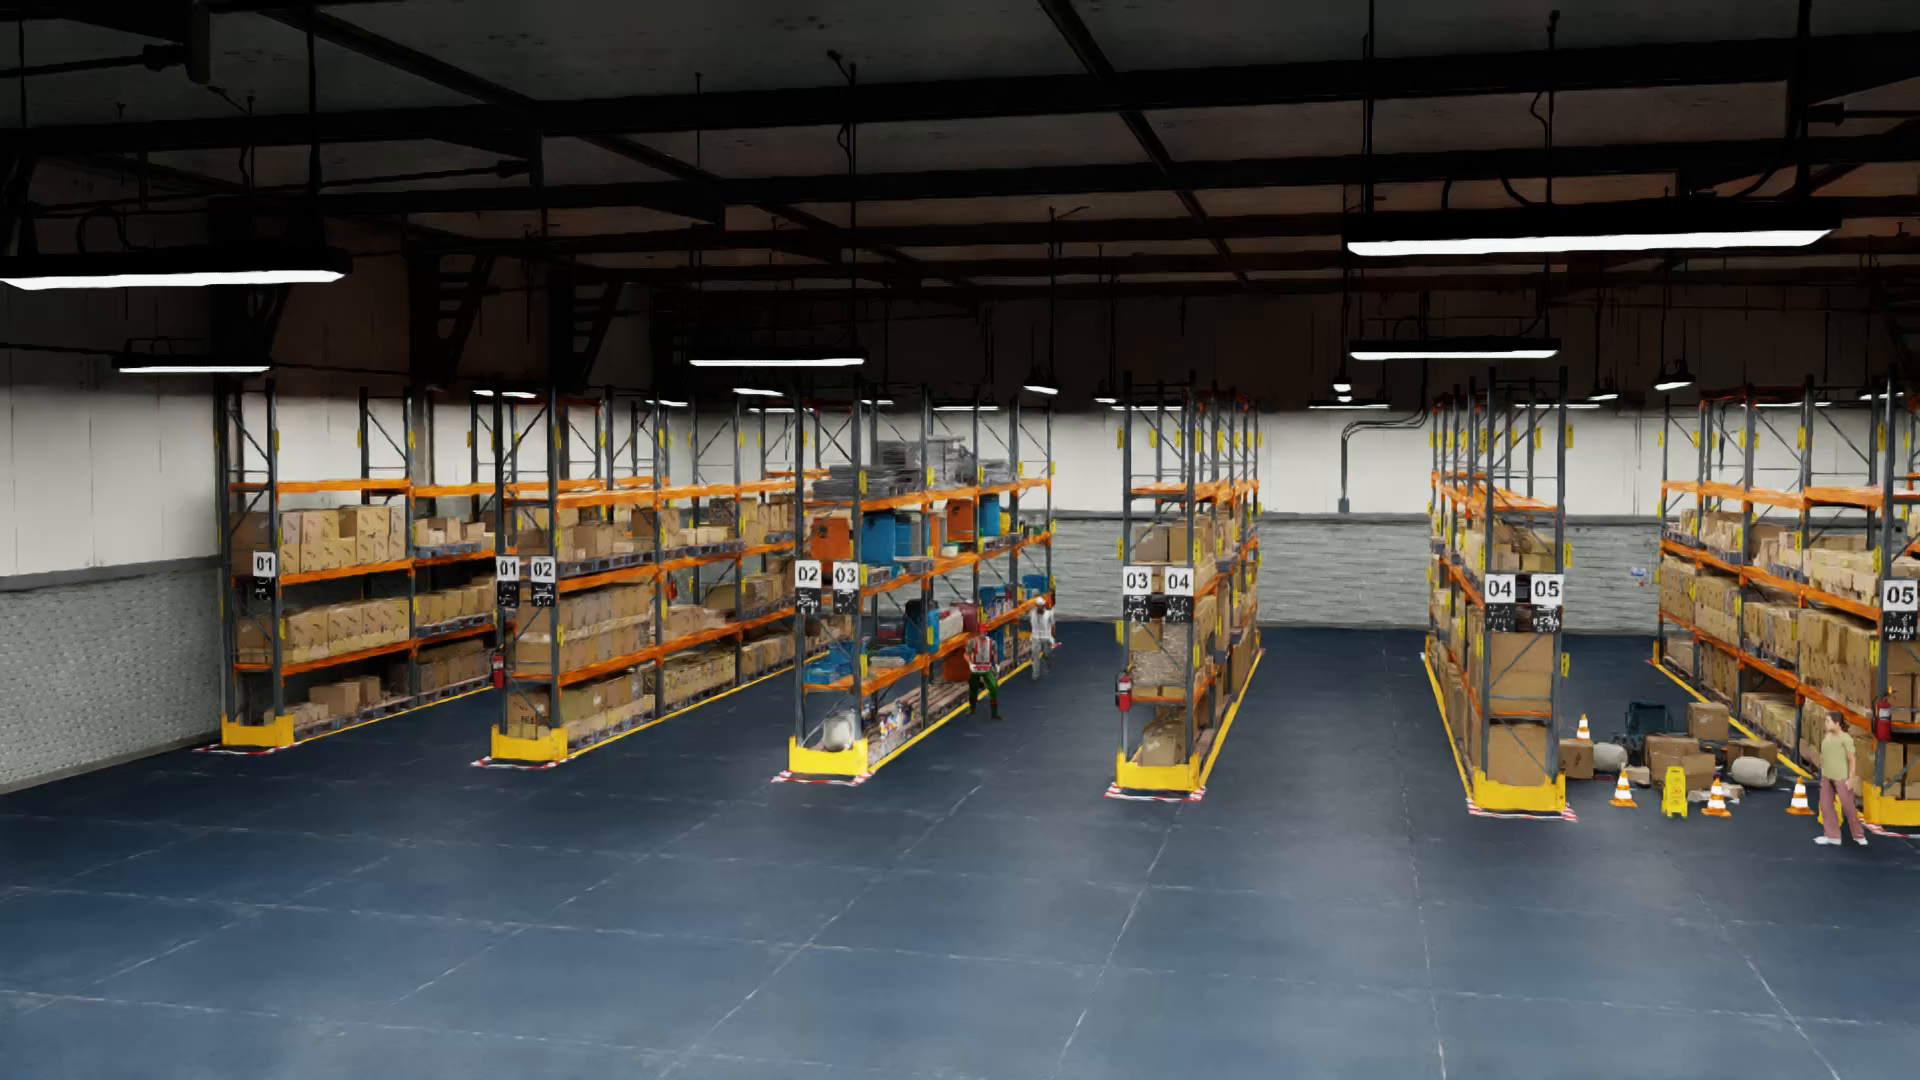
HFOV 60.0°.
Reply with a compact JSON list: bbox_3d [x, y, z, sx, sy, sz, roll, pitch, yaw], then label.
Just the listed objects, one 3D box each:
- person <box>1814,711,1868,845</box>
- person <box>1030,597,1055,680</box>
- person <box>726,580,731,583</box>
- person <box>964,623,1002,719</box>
[{"bbox_3d":[10.935,2.942,20.602,0.543,1.664,0.565,-1,4,-16],"label":"person"},{"bbox_3d":[1.715,2.047,34.834,0.579,1.732,1.042,1,4,12],"label":"person"},{"bbox_3d":[-5.416,1.798,39.282,0.719,1.714,0.578,1,3,12],"label":"person"},{"bbox_3d":[0.400,2.337,29.936,0.675,1.720,0.842,0,3,-3],"label":"person"}]
